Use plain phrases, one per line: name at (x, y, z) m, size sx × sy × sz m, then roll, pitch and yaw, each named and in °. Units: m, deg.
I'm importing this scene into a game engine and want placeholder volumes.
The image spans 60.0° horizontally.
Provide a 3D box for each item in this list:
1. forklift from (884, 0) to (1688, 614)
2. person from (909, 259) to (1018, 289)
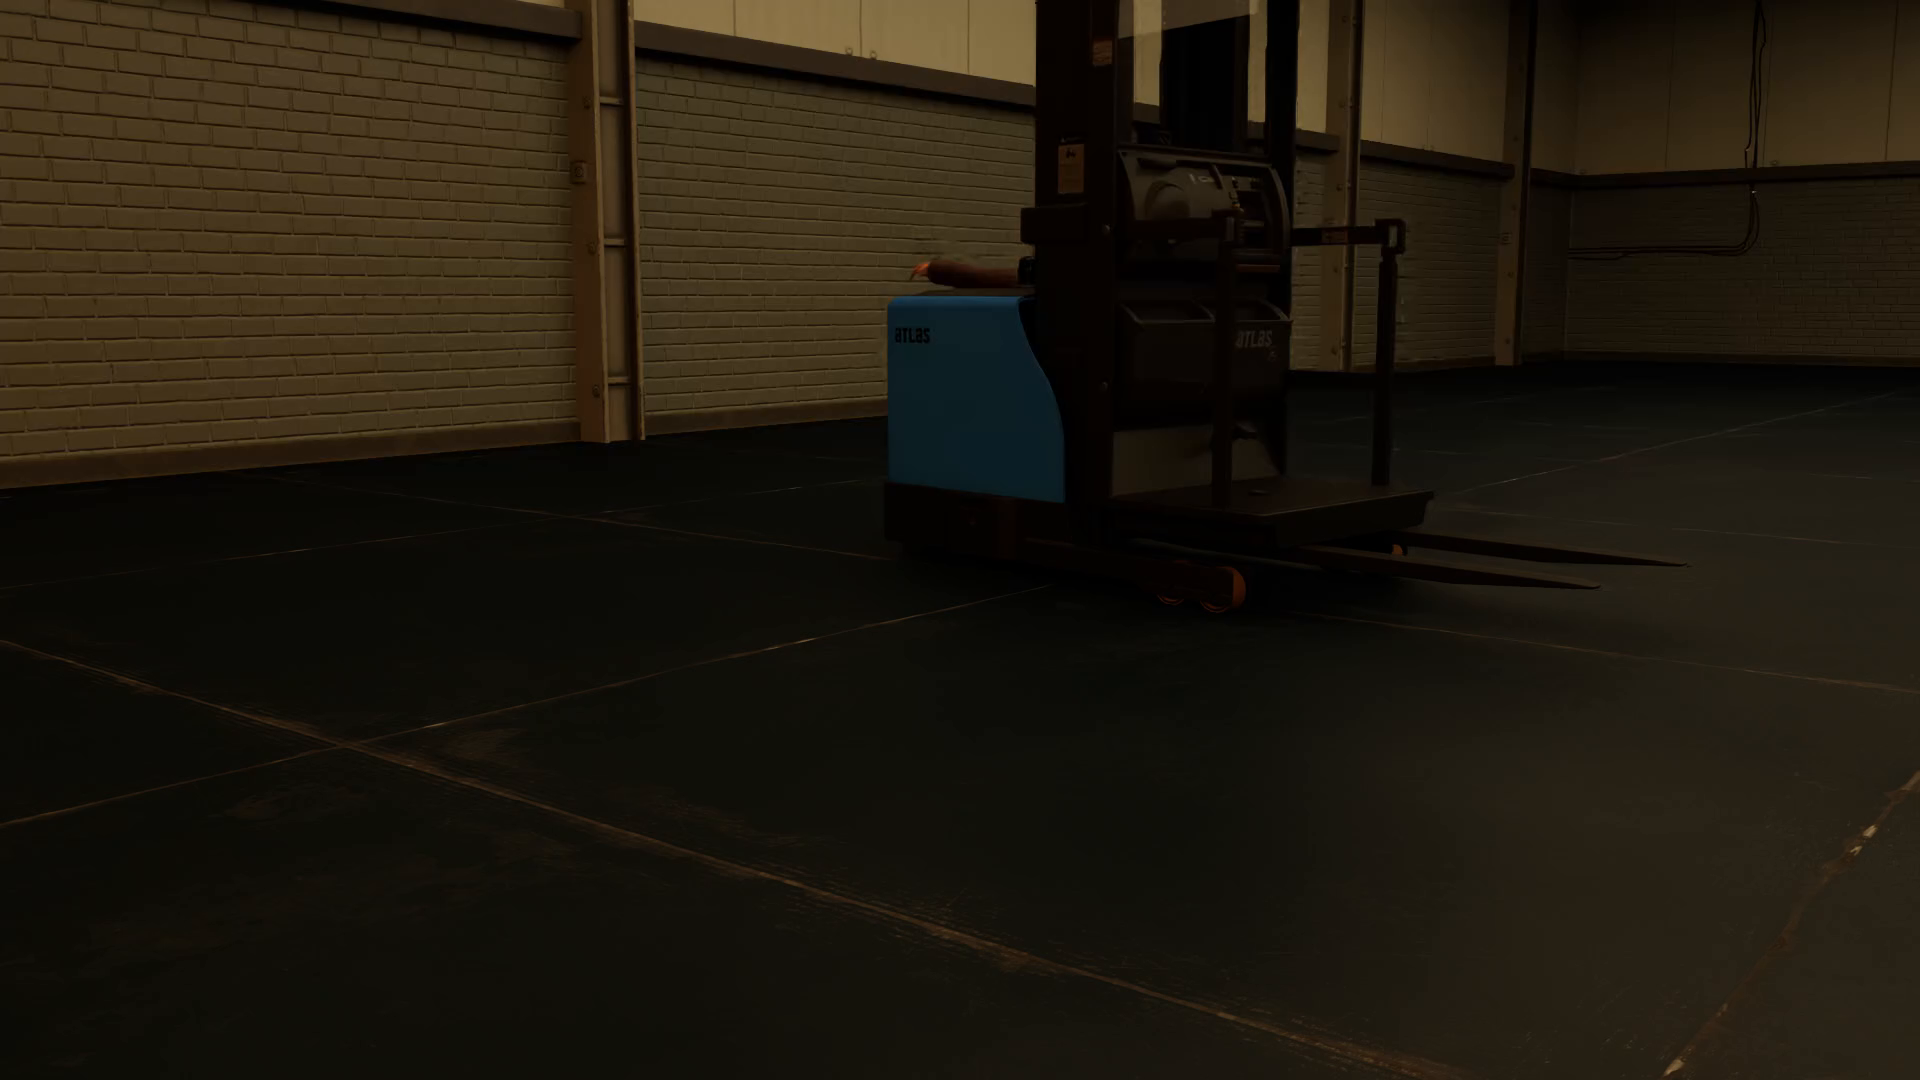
forklift at (1.065, -1.282, 6.041) m, size 1.130 × 2.935 × 3.031 m, roll -8°, pitch 11°, yaw -43°
person at (0.420, -0.910, 8.213) m, size 1.169 × 1.638 × 0.892 m, roll 5°, pitch 10°, yaw 29°
